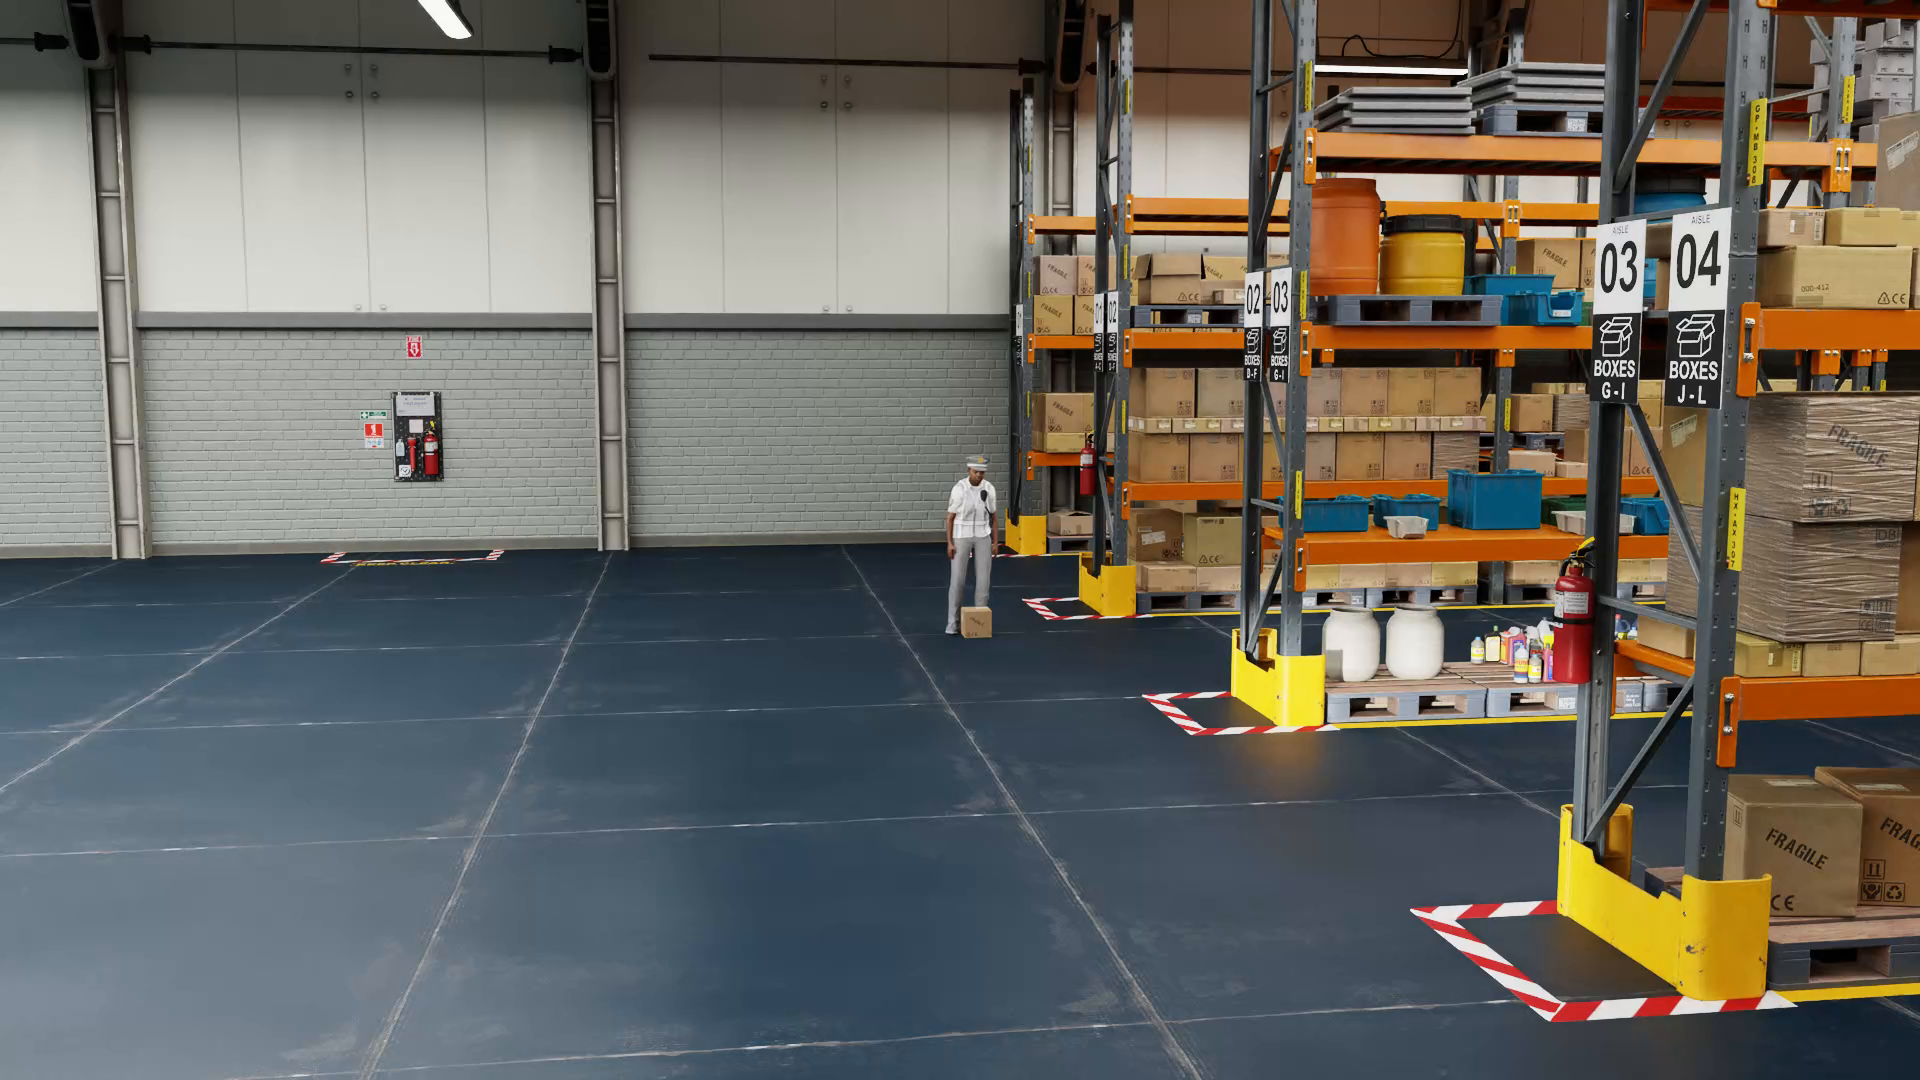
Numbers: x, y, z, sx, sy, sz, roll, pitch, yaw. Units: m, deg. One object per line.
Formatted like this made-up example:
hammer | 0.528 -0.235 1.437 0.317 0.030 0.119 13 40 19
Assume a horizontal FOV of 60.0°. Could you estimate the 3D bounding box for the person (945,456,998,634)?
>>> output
person | 0.109 0.037 15.520 0.529 1.659 0.428 -1 7 -12
